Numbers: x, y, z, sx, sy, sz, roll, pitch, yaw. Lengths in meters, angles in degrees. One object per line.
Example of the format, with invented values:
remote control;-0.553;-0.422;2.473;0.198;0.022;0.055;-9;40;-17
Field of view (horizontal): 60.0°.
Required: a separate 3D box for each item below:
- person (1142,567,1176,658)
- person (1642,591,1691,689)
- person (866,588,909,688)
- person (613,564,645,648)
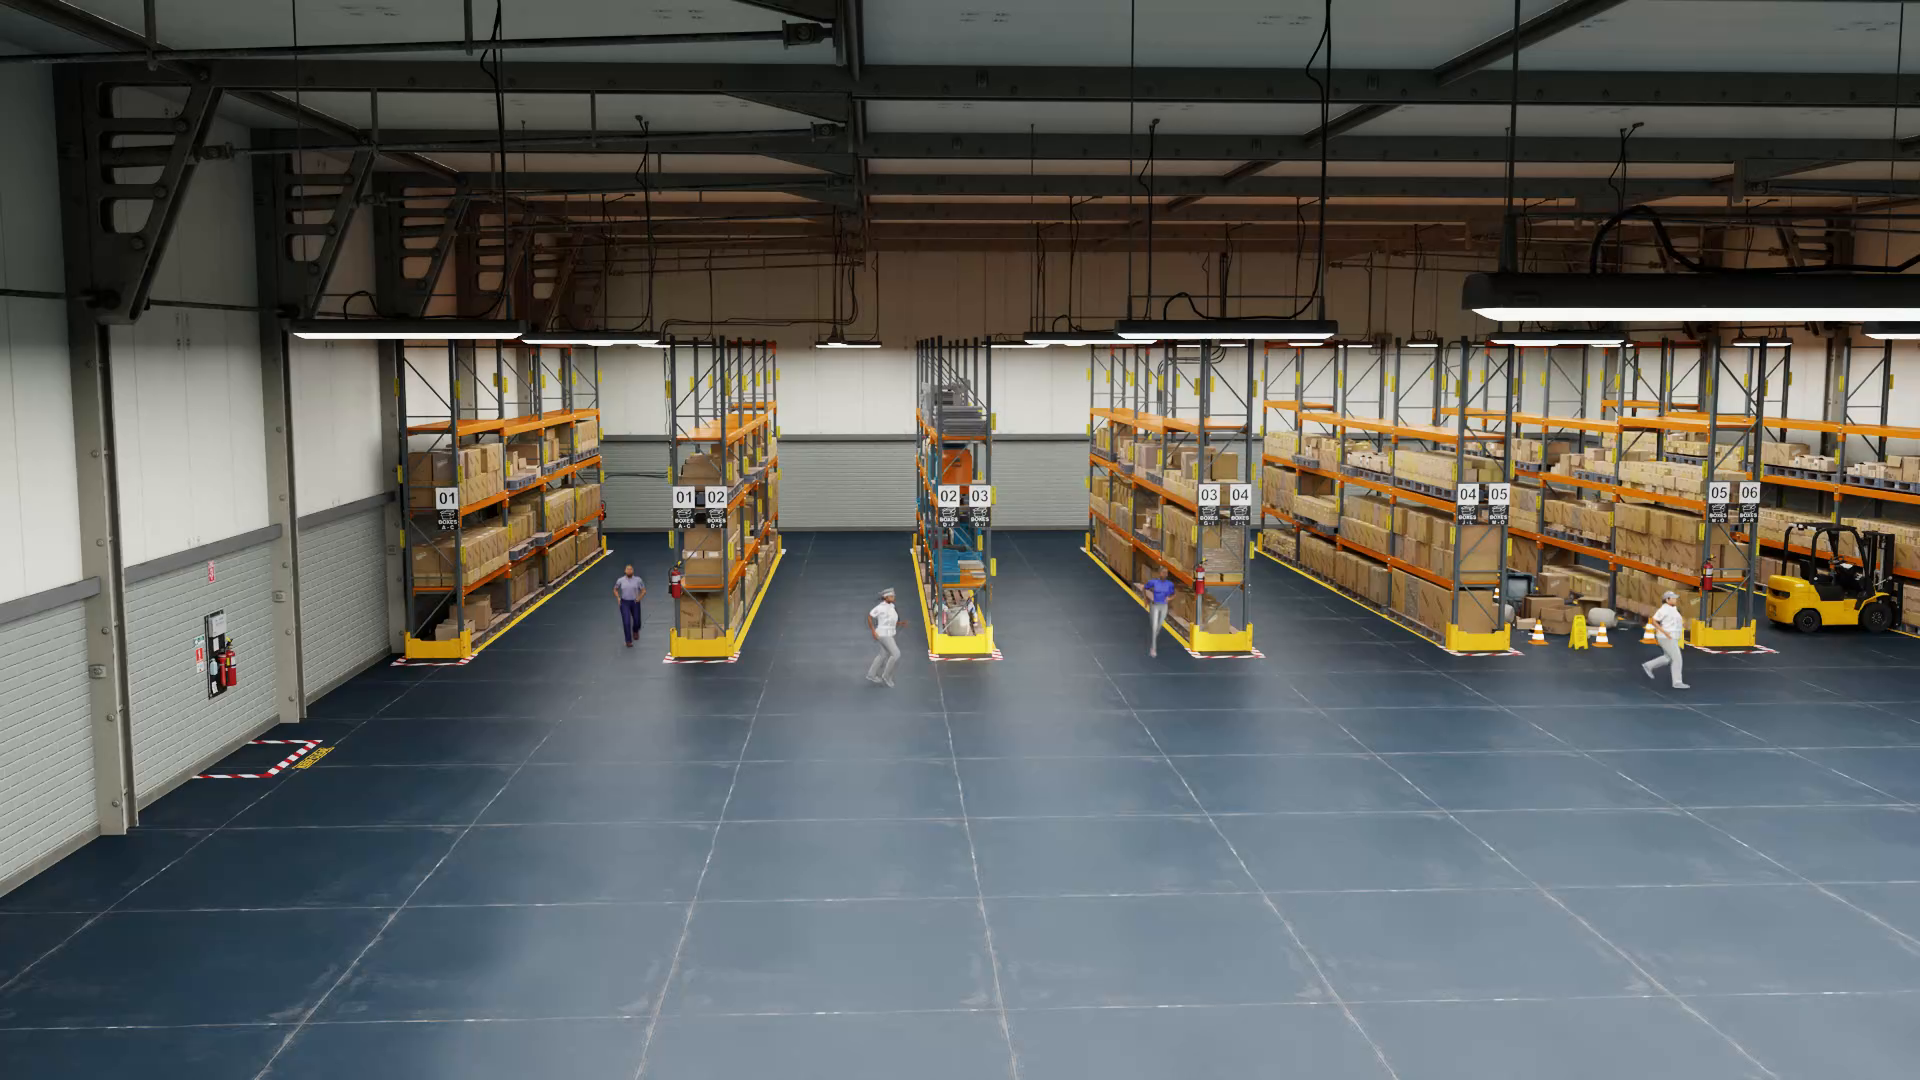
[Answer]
person;3.785;1.342;31.560;0.600;1.660;0.881;-1;7;-11
person;12.082;1.684;28.398;0.862;1.638;0.619;6;9;40
person;-1.251;1.668;28.435;0.801;1.726;0.536;2;7;19
person;-6.415;1.266;32.291;0.611;1.598;0.623;-2;7;-14
